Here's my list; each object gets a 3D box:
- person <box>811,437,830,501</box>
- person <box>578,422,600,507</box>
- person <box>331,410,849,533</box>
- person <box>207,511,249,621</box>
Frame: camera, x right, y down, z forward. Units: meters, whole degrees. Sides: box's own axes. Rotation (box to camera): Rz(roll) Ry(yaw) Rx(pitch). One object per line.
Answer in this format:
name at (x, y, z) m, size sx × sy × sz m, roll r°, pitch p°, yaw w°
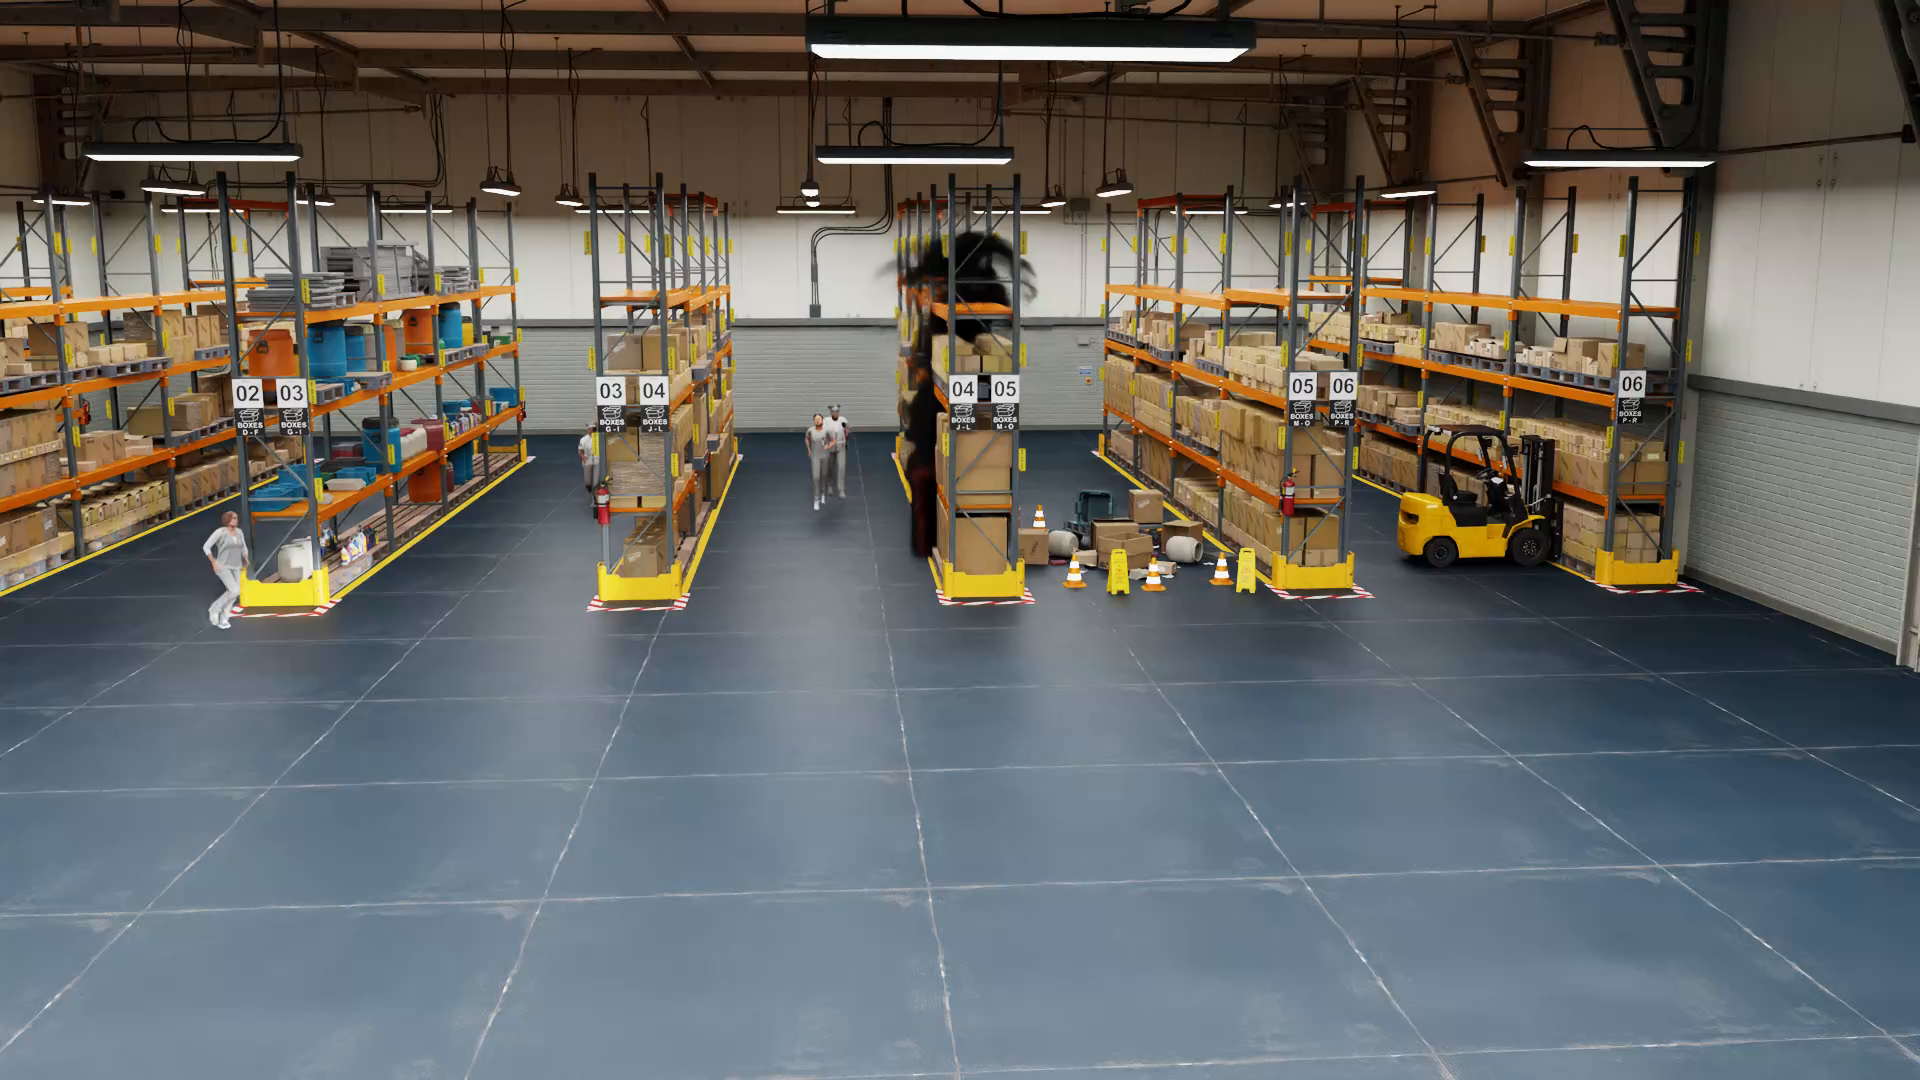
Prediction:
person at (-2.575, -1.343, 30.712) m, size 0.341 × 1.172 × 0.592 m, roll -1°, pitch 10°, yaw -4°
person at (-7.135, -1.490, 32.374) m, size 0.564 × 1.655 × 0.548 m, roll -2°, pitch 10°, yaw -13°
person at (-6.159, -1.259, 29.449) m, size 8.885 × 1.794 × 4.294 m, roll -2°, pitch 10°, yaw -10°
person at (-9.652, 0.356, 22.046) m, size 0.482 × 1.481 × 0.483 m, roll 5°, pitch 11°, yaw 27°
